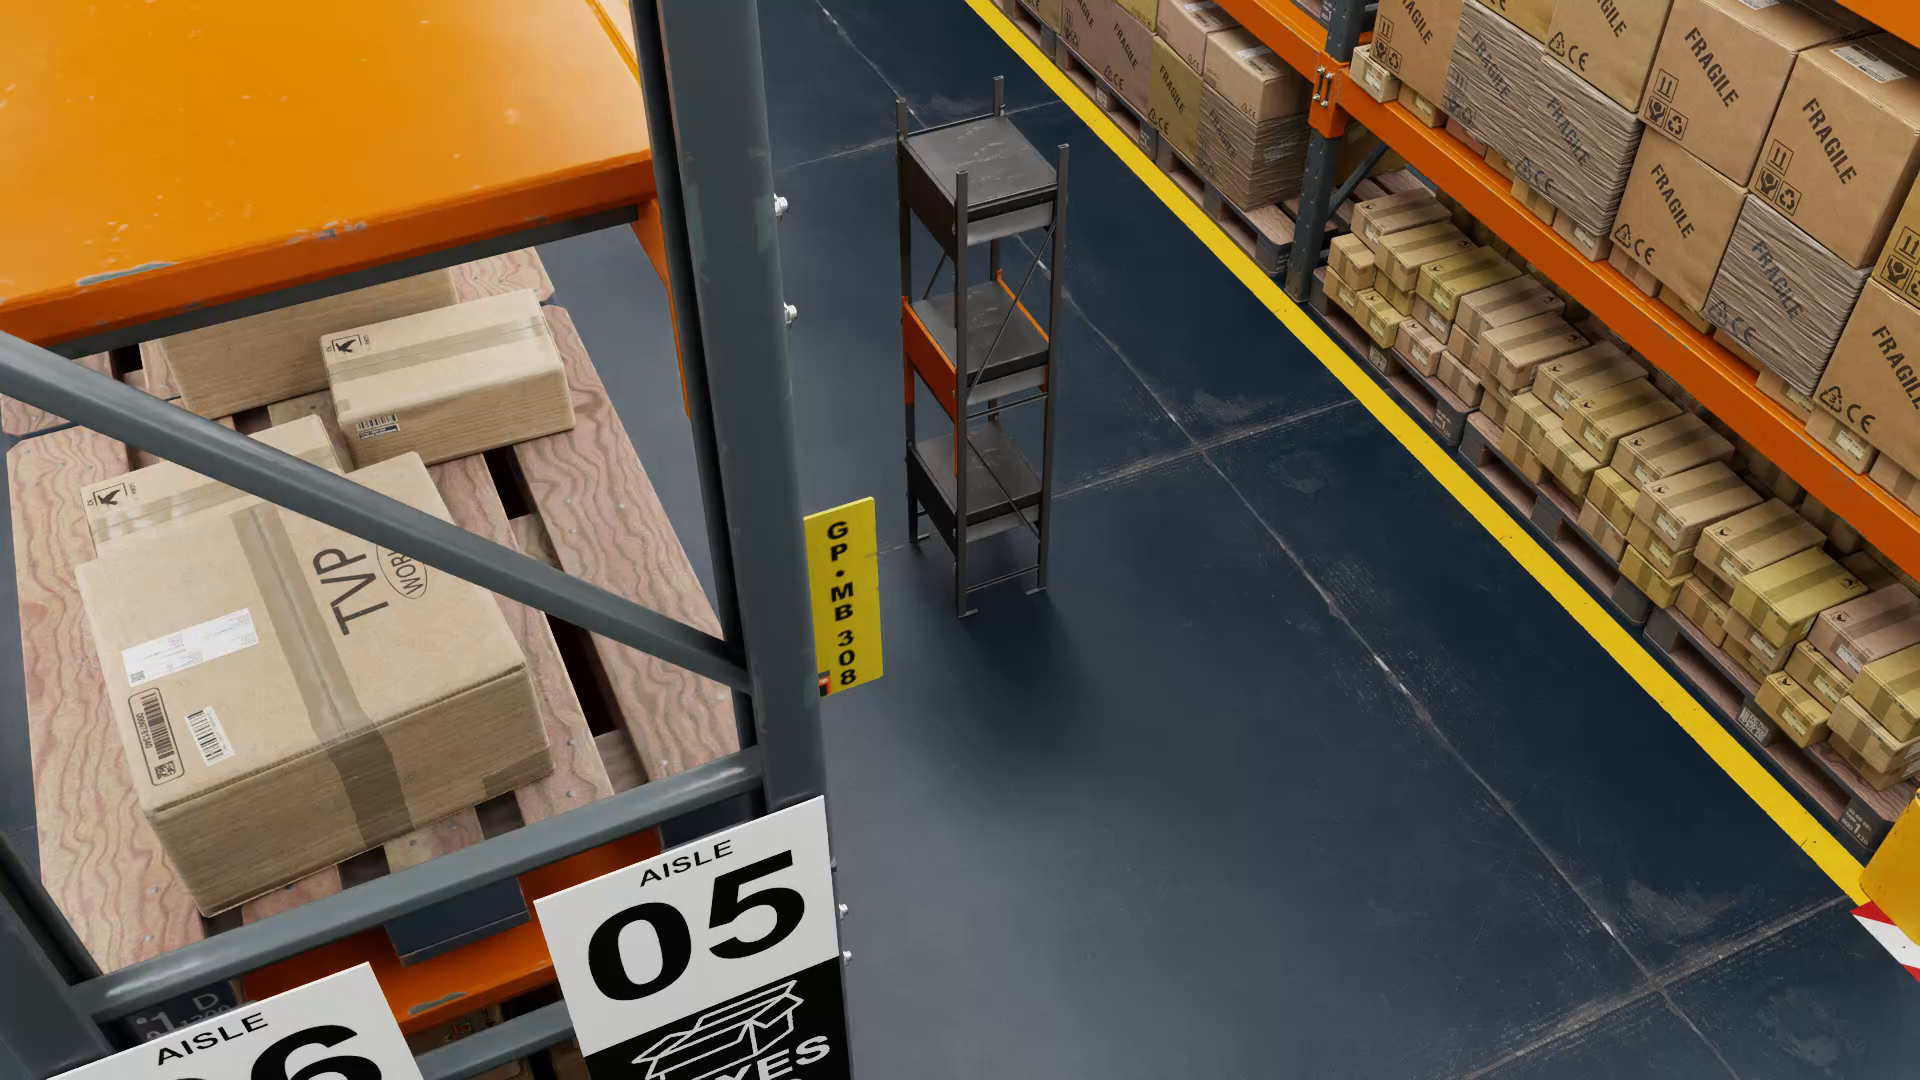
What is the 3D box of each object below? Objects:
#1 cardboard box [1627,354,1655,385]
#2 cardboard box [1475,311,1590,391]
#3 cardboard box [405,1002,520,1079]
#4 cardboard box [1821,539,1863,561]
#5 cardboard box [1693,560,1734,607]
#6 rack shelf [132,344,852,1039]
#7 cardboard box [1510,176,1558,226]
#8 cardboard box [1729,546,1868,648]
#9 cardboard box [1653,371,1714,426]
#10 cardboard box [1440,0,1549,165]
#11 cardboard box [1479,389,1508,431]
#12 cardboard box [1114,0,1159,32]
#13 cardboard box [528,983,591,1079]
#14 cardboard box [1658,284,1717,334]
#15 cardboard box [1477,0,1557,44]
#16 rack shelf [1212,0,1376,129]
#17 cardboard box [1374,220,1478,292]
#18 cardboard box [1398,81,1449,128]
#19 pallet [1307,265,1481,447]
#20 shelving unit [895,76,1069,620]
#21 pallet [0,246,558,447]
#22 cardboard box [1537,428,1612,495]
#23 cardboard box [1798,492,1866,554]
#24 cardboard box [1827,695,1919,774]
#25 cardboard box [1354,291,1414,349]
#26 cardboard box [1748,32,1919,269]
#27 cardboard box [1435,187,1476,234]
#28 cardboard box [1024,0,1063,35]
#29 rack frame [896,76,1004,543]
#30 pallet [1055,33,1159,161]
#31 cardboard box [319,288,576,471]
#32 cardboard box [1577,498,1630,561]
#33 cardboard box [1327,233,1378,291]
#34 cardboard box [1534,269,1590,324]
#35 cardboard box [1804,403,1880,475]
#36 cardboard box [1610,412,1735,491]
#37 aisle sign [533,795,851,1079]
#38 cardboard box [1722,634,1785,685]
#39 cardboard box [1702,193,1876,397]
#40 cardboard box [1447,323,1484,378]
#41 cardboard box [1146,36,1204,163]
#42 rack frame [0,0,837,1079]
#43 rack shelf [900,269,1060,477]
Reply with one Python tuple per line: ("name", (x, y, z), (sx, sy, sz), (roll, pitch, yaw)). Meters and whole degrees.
("cardboard box", (3.022, -0.706, 7.218), (0.380, 0.149, 0.250), (-20, 48, -19))
("cardboard box", (2.445, -0.809, 7.110), (0.380, 0.149, 0.250), (-17, 47, -17))
("cardboard box", (-0.987, 0.854, 2.872), (0.380, 0.149, 0.250), (-17, 47, -17))
("cardboard box", (3.550, -0.047, 6.549), (0.380, 0.149, 0.250), (-17, 47, -16))
("cardboard box", (3.073, 0.095, 6.406), (0.380, 0.149, 0.250), (-19, 48, -18))
("rack shelf", (-1.496, -0.440, 3.805), (1.077, 0.370, 4.000), (-18, 47, -17))
("cardboard box", (2.426, -1.410, 6.591), (0.380, 0.149, 0.250), (-17, 47, -17))
("cardboard box", (3.064, 0.207, 6.081), (0.380, 0.149, 0.250), (-19, 48, -18))
("cardboard box", (3.118, -0.625, 6.924), (0.380, 0.149, 0.250), (-18, 47, -17))
("cardboard box", (2.306, -1.867, 6.592), (0.500, 0.500, 0.500), (-18, 47, -17))
("cardboard box", (2.534, -0.616, 7.338), (0.380, 0.149, 0.250), (-20, 48, -19))
("cardboard box", (1.130, -3.020, 8.990), (0.500, 0.250, 0.500), (-20, 48, -19))
("cardboard box", (-0.598, 0.865, 3.324), (0.500, 0.500, 0.500), (-19, 48, -18))
("cardboard box", (2.812, -0.926, 6.100), (0.380, 0.149, 0.250), (-17, 47, -17))
("cardboard box", (2.312, -2.241, 6.259), (0.500, 0.500, 0.500), (-19, 48, -19))
("rack shelf", (1.271, -3.447, 8.989), (1.077, 0.370, 4.000), (-18, 47, -17))
("cardboard box", (2.131, -1.302, 7.610), (0.380, 0.149, 0.250), (-16, 47, -15))
("cardboard box", (2.110, -1.920, 7.108), (0.380, 0.149, 0.250), (-17, 47, -16))
("pallet", (2.426, -1.019, 8.001), (1.003, 0.211, 1.213), (-18, 47, -17))
("shelving unit", (0.070, -0.642, 6.274), (0.431, 2.100, 0.503), (-18, 47, -17))
("pallet", (-1.493, -0.638, 3.557), (1.003, 0.211, 1.213), (-18, 47, -17))
("cardboard box", (2.632, -0.365, 6.873), (0.380, 0.149, 0.250), (-18, 47, -17))
("cardboard box", (3.488, -0.133, 6.425), (0.380, 0.149, 0.250), (-20, 48, -19))
("cardboard box", (3.313, 0.628, 5.866), (0.380, 0.149, 0.250), (-19, 48, -18))
("cardboard box", (2.085, -1.067, 7.795), (0.380, 0.149, 0.250), (-17, 47, -16))
("cardboard box", (2.936, -1.247, 5.252), (0.500, 0.500, 0.500), (-16, 47, -15))
("cardboard box", (2.498, -1.625, 7.938), (0.380, 0.149, 0.250), (-17, 47, -16))
("cardboard box", (0.711, -3.392, 9.902), (0.500, 0.500, 0.500), (-17, 47, -17))
("rack frame", (-0.033, -0.797, 6.432), (0.400, 2.100, 0.015), (-18, 47, -17))
("pallet", (1.266, -2.711, 9.716), (1.003, 0.211, 1.213), (-18, 47, -17))
("cardboard box", (-0.904, -0.278, 2.938), (0.380, 0.149, 0.250), (-16, 47, -16))
("cardboard box", (2.774, -0.094, 6.809), (0.380, 0.149, 0.250), (-17, 47, -17))
("cardboard box", (1.974, -1.344, 7.864), (0.380, 0.149, 0.250), (-16, 47, -16))
("cardboard box", (2.791, -1.129, 7.435), (0.380, 0.149, 0.250), (-17, 47, -16))
("cardboard box", (3.082, -0.395, 5.563), (0.380, 0.149, 0.250), (-17, 47, -16))
("cardboard box", (2.839, -0.333, 6.627), (0.380, 0.149, 0.250), (-20, 48, -19))
("aisle sign", (-0.361, 0.681, 2.442), (0.394, 0.787, 0.004), (-18, 47, -17))
("cardboard box", (3.150, 0.384, 6.325), (0.380, 0.149, 0.250), (-18, 47, -18))
("cardboard box", (2.938, -0.882, 5.594), (0.500, 0.500, 0.500), (-18, 47, -17))
("cardboard box", (2.408, -0.892, 7.406), (0.380, 0.149, 0.250), (-20, 48, -19))
("cardboard box", (1.357, -2.413, 8.909), (0.500, 0.500, 0.500), (-19, 48, -18))
("rack frame", (-0.655, -0.489, 1.208), (1.000, 3.000, 0.127), (-18, 47, -17))
("rack shelf", (0.070, -0.632, 6.284), (0.431, 0.518, 0.480), (-18, 47, -17))
